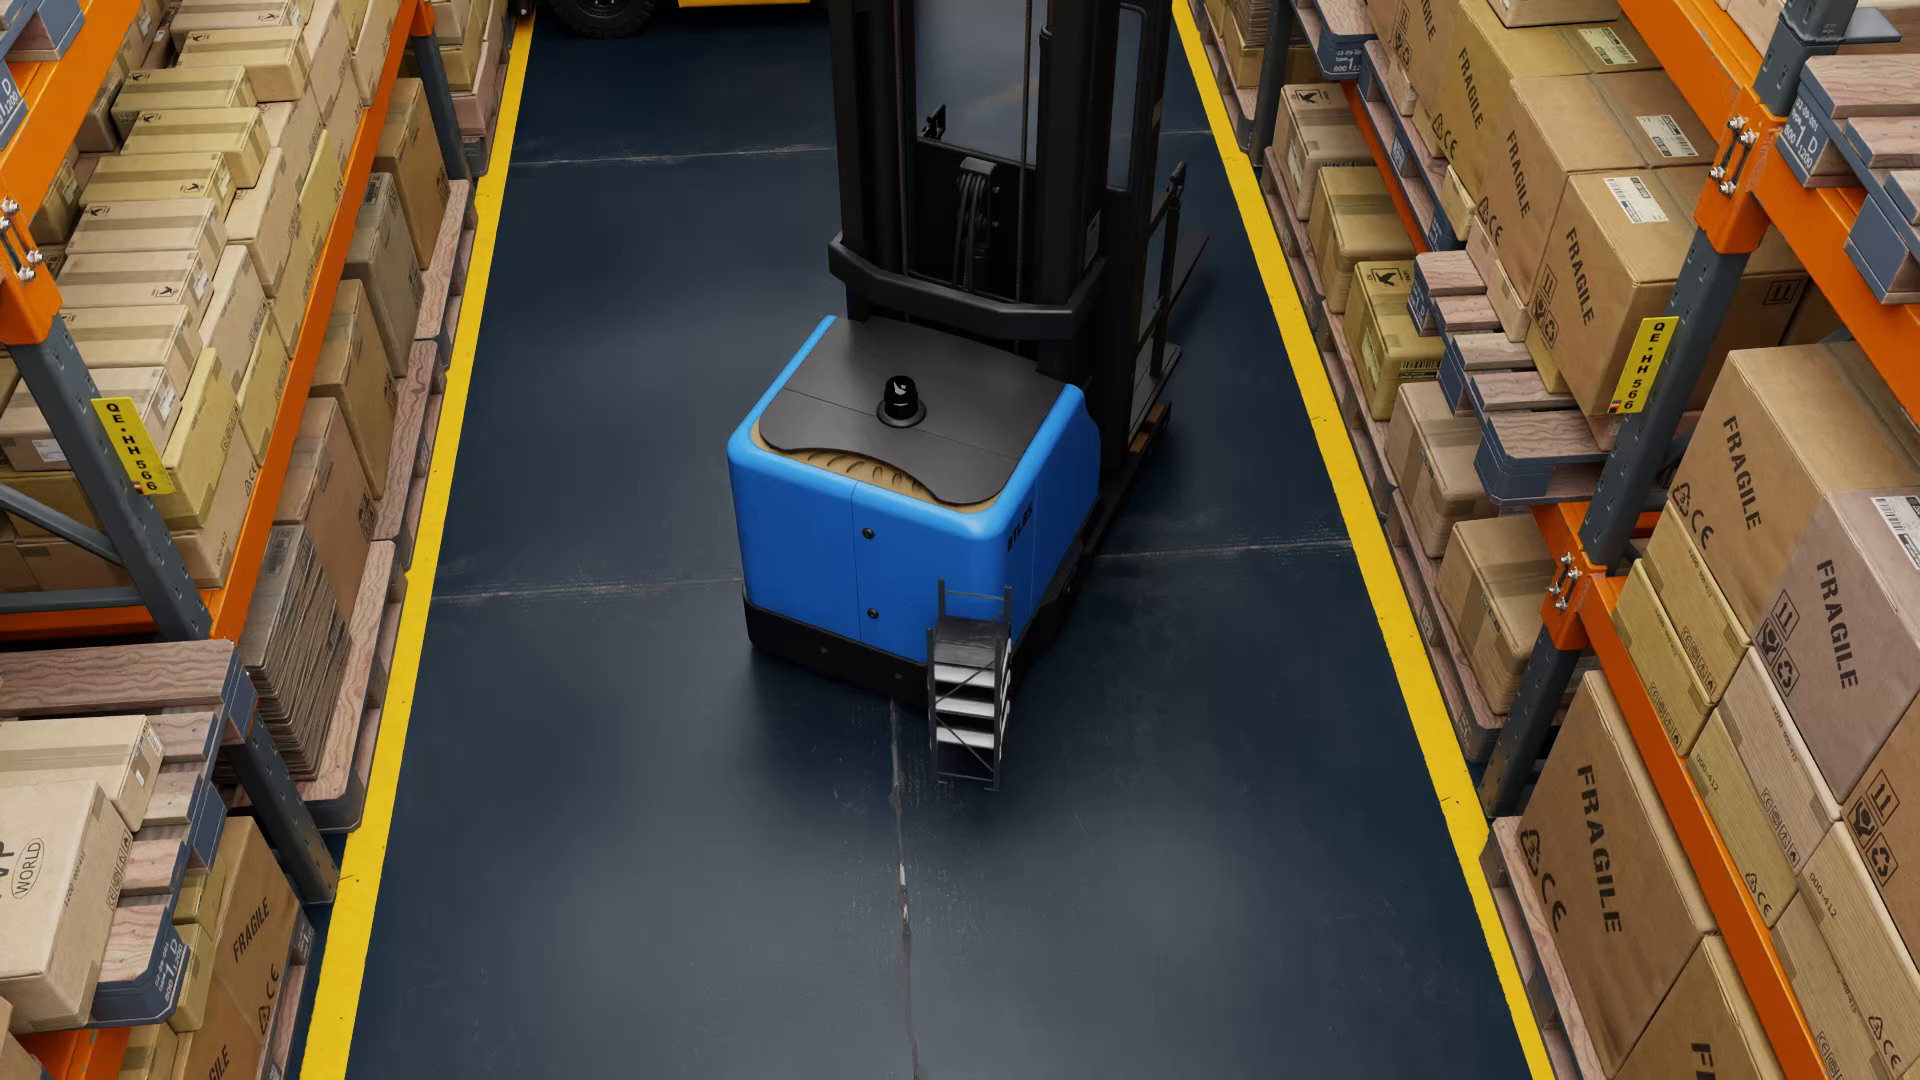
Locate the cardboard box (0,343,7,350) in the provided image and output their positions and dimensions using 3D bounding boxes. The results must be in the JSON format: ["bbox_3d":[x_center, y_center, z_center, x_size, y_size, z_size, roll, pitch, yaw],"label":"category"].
[{"bbox_3d":[-2.931,-0.675,4.808,0.380,0.149,0.250,-4,47,-3],"label":"cardboard box"}]

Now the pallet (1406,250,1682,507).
[{"bbox_3d":[2.172,-0.568,5.354,1.213,0.211,1.003,-3,47,-3],"label":"pallet"}]

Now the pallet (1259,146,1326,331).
[{"bbox_3d":[2.069,-1.497,8.022,1.003,0.211,1.213,-3,47,-3],"label":"pallet"}]

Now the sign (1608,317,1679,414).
[{"bbox_3d":[1.798,-0.456,4.373,0.100,0.325,0.005,-3,47,-3],"label":"sign"}]

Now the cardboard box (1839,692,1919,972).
[{"bbox_3d":[2.214,0.602,3.356,0.500,0.500,0.500,-2,47,-2],"label":"cardboard box"}]

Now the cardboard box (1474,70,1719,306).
[{"bbox_3d":[1.968,-1.092,5.155,0.500,0.500,0.500,-4,47,-4],"label":"cardboard box"}]

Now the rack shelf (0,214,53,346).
[{"bbox_3d":[-2.441,0.842,2.316,1.077,0.370,4.000,-3,47,-3],"label":"rack shelf"}]

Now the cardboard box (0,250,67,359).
[{"bbox_3d":[-2.967,-0.619,5.029,0.500,0.250,0.500,-3,47,-3],"label":"cardboard box"}]

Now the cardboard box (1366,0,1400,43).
[{"bbox_3d":[1.826,-2.223,6.226,0.500,0.500,0.500,-4,47,-4],"label":"cardboard box"}]

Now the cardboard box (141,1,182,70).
[{"bbox_3d":[-3.093,-1.716,6.068,0.500,0.250,0.500,-5,47,-4],"label":"cardboard box"}]

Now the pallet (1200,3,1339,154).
[{"bbox_3d":[1.911,-2.544,9.014,1.003,0.211,1.213,-3,47,-3],"label":"pallet"}]

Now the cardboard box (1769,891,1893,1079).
[{"bbox_3d":[2.226,1.046,3.797,0.500,0.250,0.500,-2,47,-2],"label":"cardboard box"}]

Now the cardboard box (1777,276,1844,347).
[{"bbox_3d":[2.530,-0.746,4.827,0.500,0.500,0.500,-5,47,-4],"label":"cardboard box"}]

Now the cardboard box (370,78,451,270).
[{"bbox_3d":[-2.888,-1.666,7.608,0.875,0.625,0.625,-2,47,-2],"label":"cardboard box"}]

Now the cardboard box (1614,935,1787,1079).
[{"bbox_3d":[2.383,1.611,4.332,0.875,0.875,0.875,-3,47,-3],"label":"cardboard box"}]

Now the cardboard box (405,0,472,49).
[{"bbox_3d":[-2.671,-2.627,8.087,0.500,0.250,0.500,-4,47,-4],"label":"cardboard box"}]

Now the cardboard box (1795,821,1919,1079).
[{"bbox_3d":[2.205,0.872,3.618,0.500,0.250,0.500,-4,47,-3],"label":"cardboard box"}]

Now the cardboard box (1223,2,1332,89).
[{"bbox_3d":[1.685,-2.629,8.779,0.500,0.250,0.500,-2,47,-1],"label":"cardboard box"}]

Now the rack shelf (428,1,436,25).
[{"bbox_3d":[-3.111,-3.914,8.887,1.077,0.370,4.000,-3,47,-3],"label":"rack shelf"}]

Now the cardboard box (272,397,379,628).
[{"bbox_3d":[-2.710,-0.073,6.099,0.875,0.625,0.625,-2,47,-2],"label":"cardboard box"}]

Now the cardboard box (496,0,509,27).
[{"bbox_3d":[-2.770,-3.021,9.150,0.500,0.250,0.500,-3,47,-3],"label":"cardboard box"}]

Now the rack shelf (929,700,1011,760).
[{"bbox_3d":[0.036,0.647,5.804,0.258,0.077,0.200,7,50,7],"label":"rack shelf"}]

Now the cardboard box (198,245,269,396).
[{"bbox_3d":[-2.443,-0.639,5.048,0.500,0.250,0.500,-2,47,-2],"label":"cardboard box"}]

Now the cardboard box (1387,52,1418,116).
[{"bbox_3d":[1.815,-1.713,6.191,0.380,0.149,0.250,-2,47,-2],"label":"cardboard box"}]

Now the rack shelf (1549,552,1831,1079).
[{"bbox_3d":[2.505,1.569,3.693,1.077,0.370,4.000,-3,47,-3],"label":"rack shelf"}]

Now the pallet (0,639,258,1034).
[{"bbox_3d":[-2.482,0.731,4.124,1.213,0.211,1.003,-3,47,-3],"label":"pallet"}]

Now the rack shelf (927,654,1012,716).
[{"bbox_3d":[0.033,0.471,5.599,0.258,0.077,0.200,7,50,7],"label":"rack shelf"}]

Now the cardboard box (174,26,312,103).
[{"bbox_3d":[-2.458,-1.629,5.711,0.380,0.149,0.250,-5,47,-4],"label":"cardboard box"}]

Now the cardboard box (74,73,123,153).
[{"bbox_3d":[-2.985,-1.411,5.505,0.380,0.149,0.250,-2,47,-2],"label":"cardboard box"}]

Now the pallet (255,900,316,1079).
[{"bbox_3d":[-2.584,1.681,5.013,1.003,0.211,1.213,-3,47,-3],"label":"pallet"}]

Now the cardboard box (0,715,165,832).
[{"bbox_3d":[-2.171,0.573,4.025,0.380,0.149,0.250,-3,47,-3],"label":"cardboard box"}]

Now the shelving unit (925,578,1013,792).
[{"bbox_3d":[0.034,0.508,5.642,0.258,0.900,0.210,7,50,7],"label":"shelving unit"}]

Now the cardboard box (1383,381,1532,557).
[{"bbox_3d":[2.230,-0.309,6.497,0.950,0.372,0.625,-4,47,-4],"label":"cardboard box"}]

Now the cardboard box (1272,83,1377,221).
[{"bbox_3d":[2.049,-1.881,7.986,0.950,0.372,0.625,-3,47,-3],"label":"cardboard box"}]

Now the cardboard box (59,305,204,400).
[{"bbox_3d":[-2.365,-0.520,4.661,0.380,0.149,0.250,-3,47,-2],"label":"cardboard box"}]

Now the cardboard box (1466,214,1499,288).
[{"bbox_3d":[1.902,-0.958,5.475,0.380,0.149,0.250,-5,47,-5],"label":"cardboard box"}]

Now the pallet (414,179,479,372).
[{"bbox_3d":[-2.843,-1.225,7.765,1.003,0.211,1.213,-3,47,-3],"label":"pallet"}]

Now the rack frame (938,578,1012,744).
[{"bbox_3d":[0.051,0.432,5.707,0.240,0.900,0.006,7,50,7],"label":"rack frame"}]

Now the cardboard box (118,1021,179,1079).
[{"bbox_3d":[-2.283,1.402,4.342,0.380,0.149,0.250,-5,47,-5],"label":"cardboard box"}]

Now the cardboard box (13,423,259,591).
[{"bbox_3d":[-2.402,-0.105,4.887,0.500,0.250,0.500,-3,47,-3],"label":"cardboard box"}]

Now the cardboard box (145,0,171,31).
[{"bbox_3d":[-3.100,-1.962,6.026,0.380,0.149,0.250,-4,47,-3],"label":"cardboard box"}]

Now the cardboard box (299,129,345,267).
[{"bbox_3d":[-2.531,-1.217,5.940,0.500,0.250,0.500,-2,47,-2],"label":"cardboard box"}]

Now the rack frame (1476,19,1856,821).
[{"bbox_3d":[2.338,-0.125,4.803,1.000,3.000,0.127,-3,47,-3],"label":"rack frame"}]

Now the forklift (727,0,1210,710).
[{"bbox_3d":[0.255,-1.423,6.079,1.130,2.935,3.031,18,49,16],"label":"forklift"}]

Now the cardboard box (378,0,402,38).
[{"bbox_3d":[-2.640,-2.314,6.979,0.500,0.250,0.500,-3,47,-2],"label":"cardboard box"}]

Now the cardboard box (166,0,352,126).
[{"bbox_3d":[-2.560,-1.753,6.104,0.500,0.250,0.500,-3,47,-3],"label":"cardboard box"}]

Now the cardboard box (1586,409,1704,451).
[{"bbox_3d":[2.076,-0.406,4.952,0.380,0.149,0.250,-2,47,-2],"label":"cardboard box"}]

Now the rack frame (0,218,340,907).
[{"bbox_3d":[-2.608,0.179,4.514,1.000,3.000,0.127,-3,47,-3],"label":"rack frame"}]

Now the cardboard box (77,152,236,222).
[{"bbox_3d":[-2.498,-1.072,5.184,0.380,0.149,0.250,-3,47,-3],"label":"cardboard box"}]
